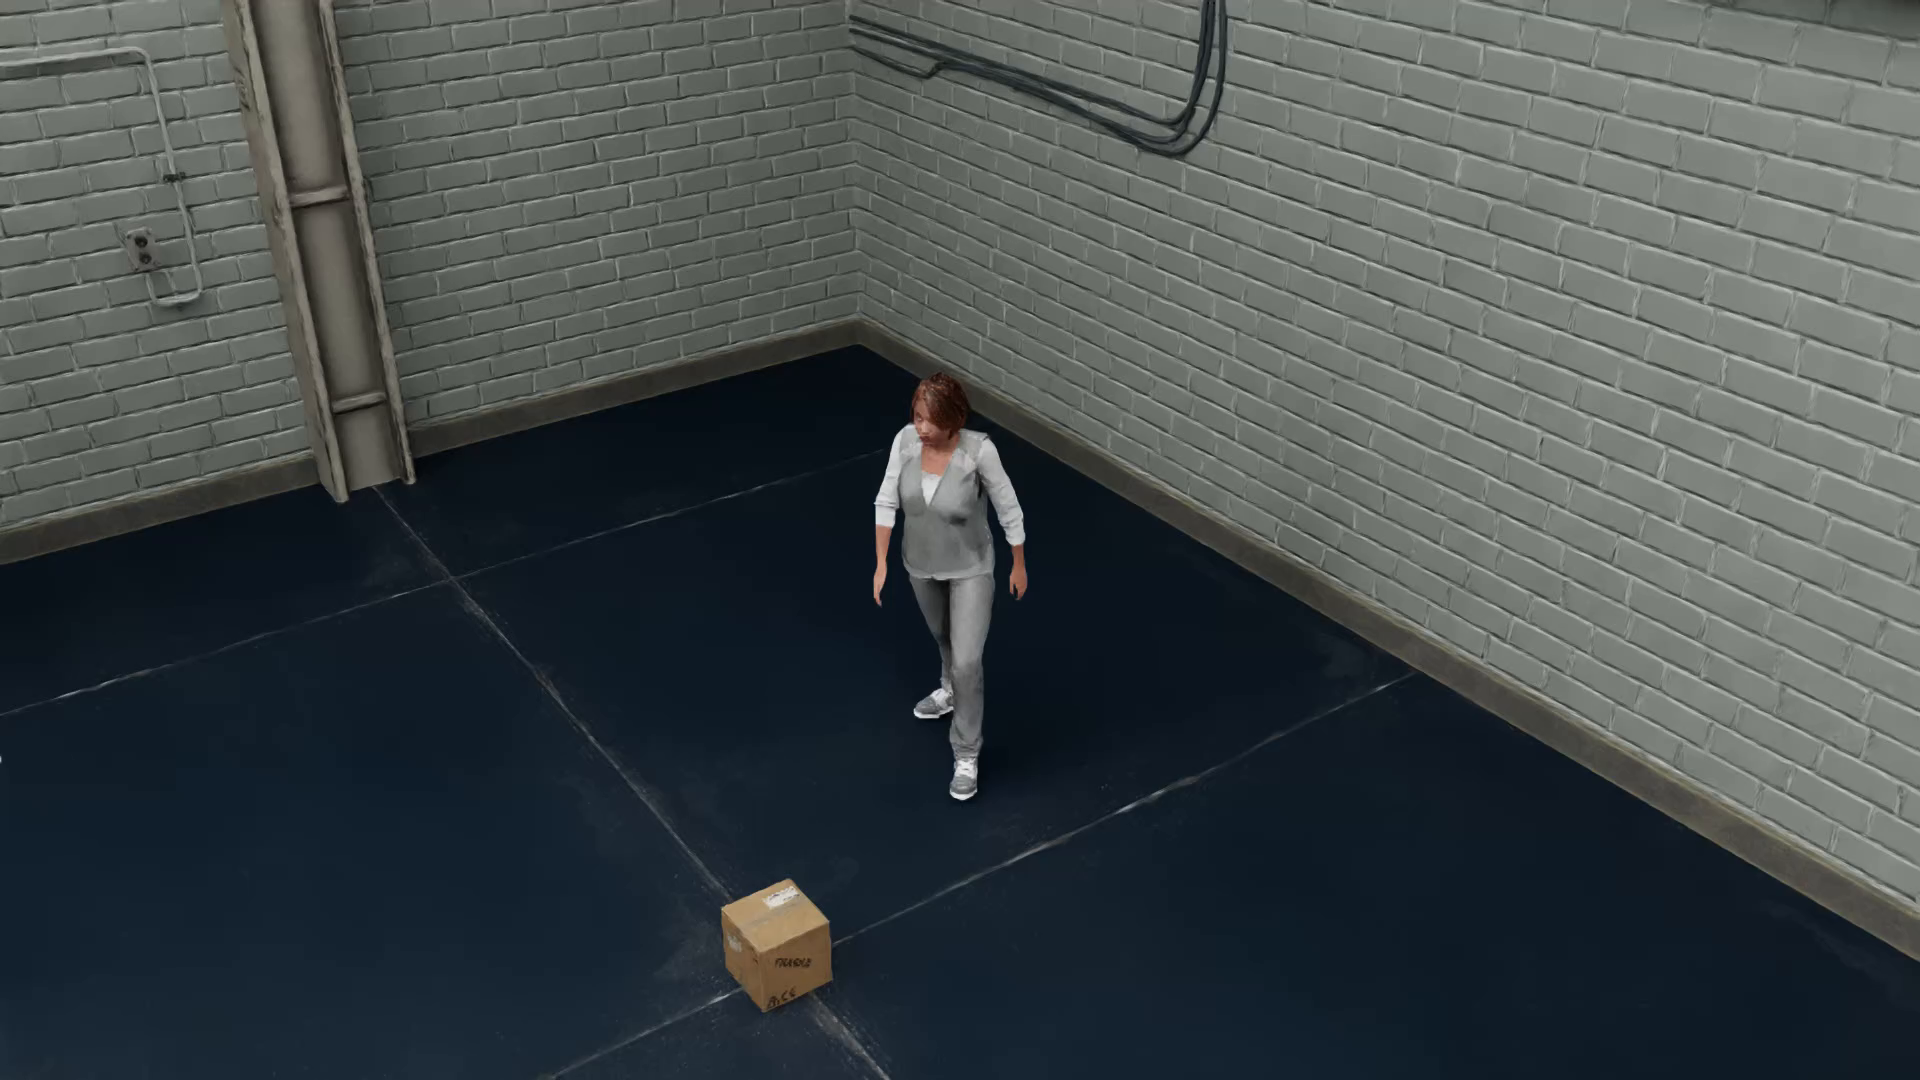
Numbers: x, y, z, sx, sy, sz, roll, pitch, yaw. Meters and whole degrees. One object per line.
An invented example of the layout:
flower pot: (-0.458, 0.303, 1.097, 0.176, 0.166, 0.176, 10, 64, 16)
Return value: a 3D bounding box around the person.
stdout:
person: (-0.035, 0.106, 5.969, 0.522, 1.543, 0.657, 14, 32, 24)
